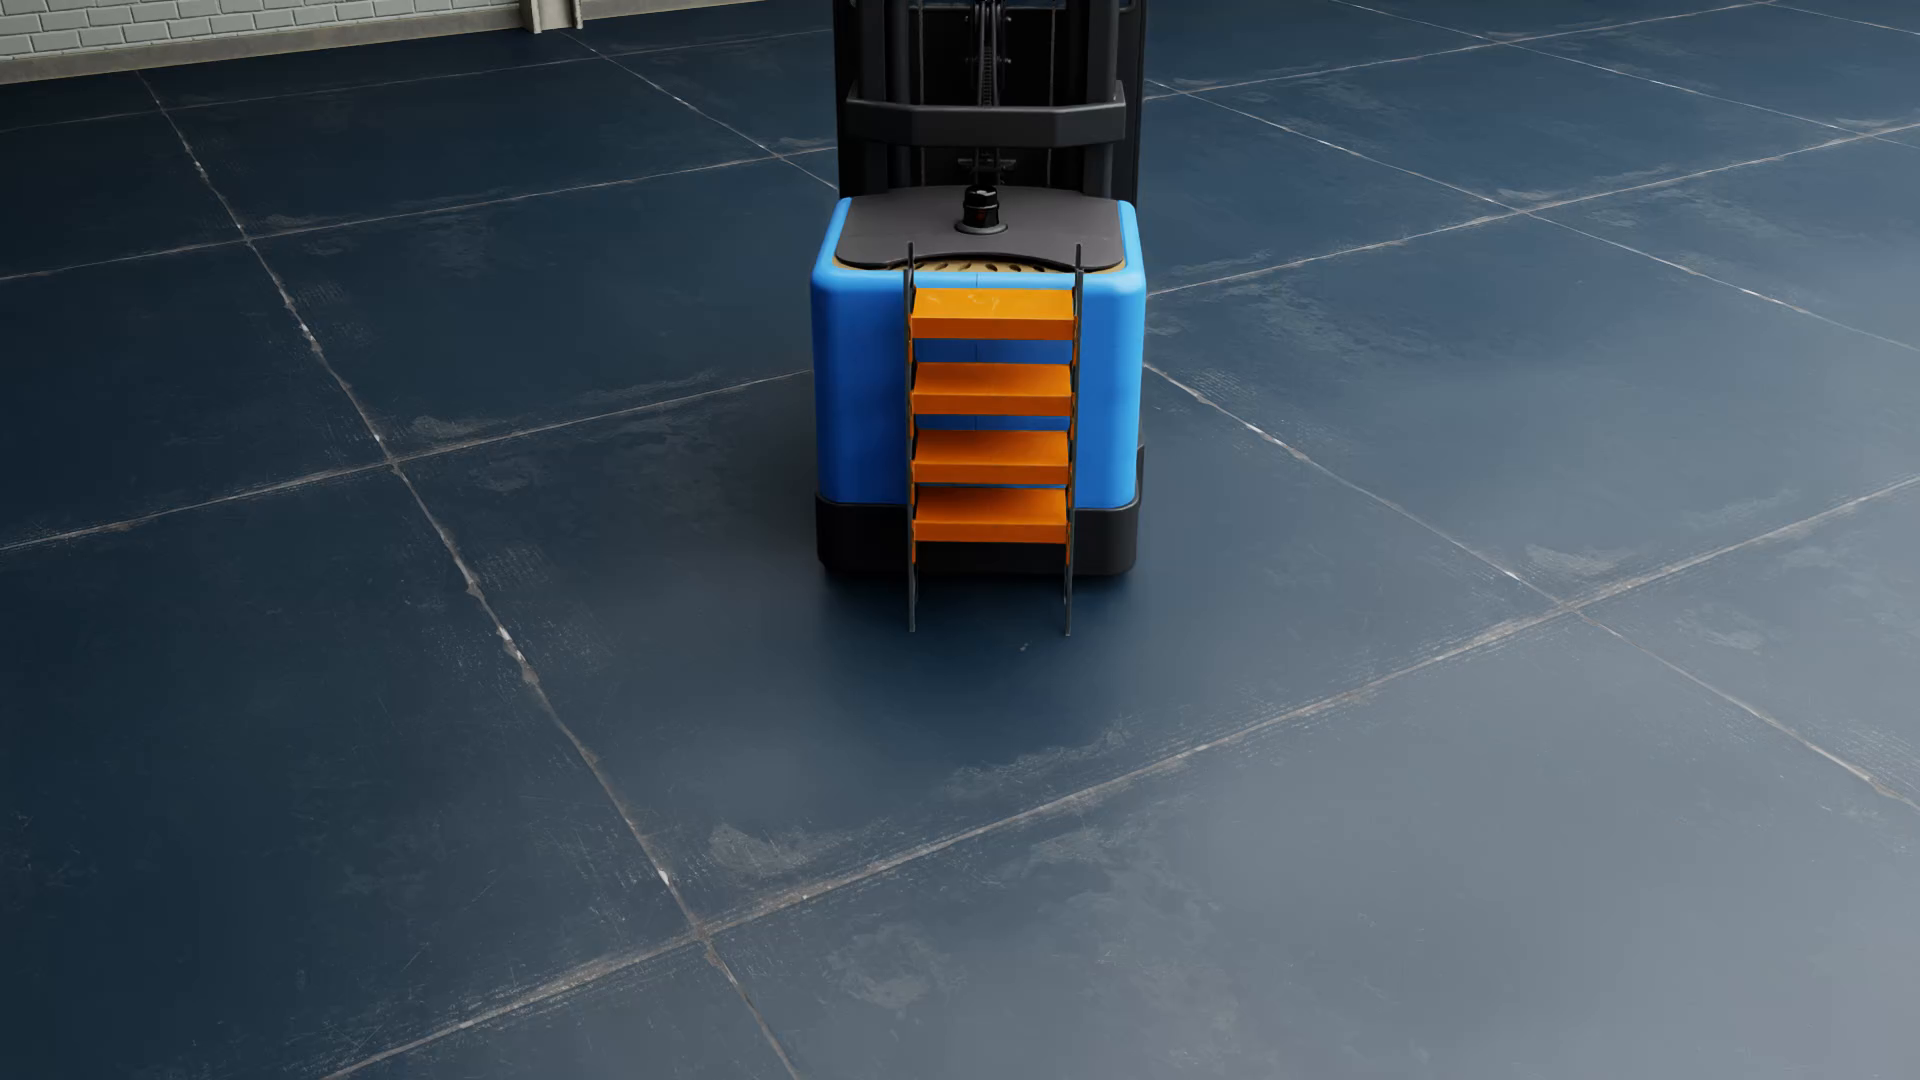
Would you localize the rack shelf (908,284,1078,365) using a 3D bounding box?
[{"bbox_3d":[0.097,-0.628,4.832,0.480,0.148,0.258,1,29,2],"label":"rack shelf"}]

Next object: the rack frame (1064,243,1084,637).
[{"bbox_3d":[0.340,-0.280,5.015,0.015,1.200,0.240,1,29,2],"label":"rack frame"}]

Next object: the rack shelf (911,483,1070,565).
[{"bbox_3d":[0.097,-0.051,5.150,0.480,0.148,0.258,1,29,2],"label":"rack shelf"}]

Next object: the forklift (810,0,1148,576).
[{"bbox_3d":[0.114,-1.843,6.057,1.130,2.935,3.031,1,29,2],"label":"forklift"}]

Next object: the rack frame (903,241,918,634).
[{"bbox_3d":[-0.147,-0.288,5.029,0.015,1.200,0.240,1,29,2],"label":"rack frame"}]

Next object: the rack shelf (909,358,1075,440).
[{"bbox_3d":[0.097,-0.421,4.946,0.480,0.148,0.258,1,29,2],"label":"rack shelf"}]

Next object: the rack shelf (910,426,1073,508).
[{"bbox_3d":[0.097,-0.225,5.055,0.480,0.148,0.258,1,29,2],"label":"rack shelf"}]

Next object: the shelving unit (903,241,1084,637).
[{"bbox_3d":[0.097,-0.284,5.022,0.503,1.200,0.258,1,29,2],"label":"shelving unit"}]

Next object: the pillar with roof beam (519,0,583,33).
[{"bbox_3d":[-1.013,-6.168,7.613,0.400,9.000,9.100,-16,33,-26],"label":"pillar with roof beam"}]
